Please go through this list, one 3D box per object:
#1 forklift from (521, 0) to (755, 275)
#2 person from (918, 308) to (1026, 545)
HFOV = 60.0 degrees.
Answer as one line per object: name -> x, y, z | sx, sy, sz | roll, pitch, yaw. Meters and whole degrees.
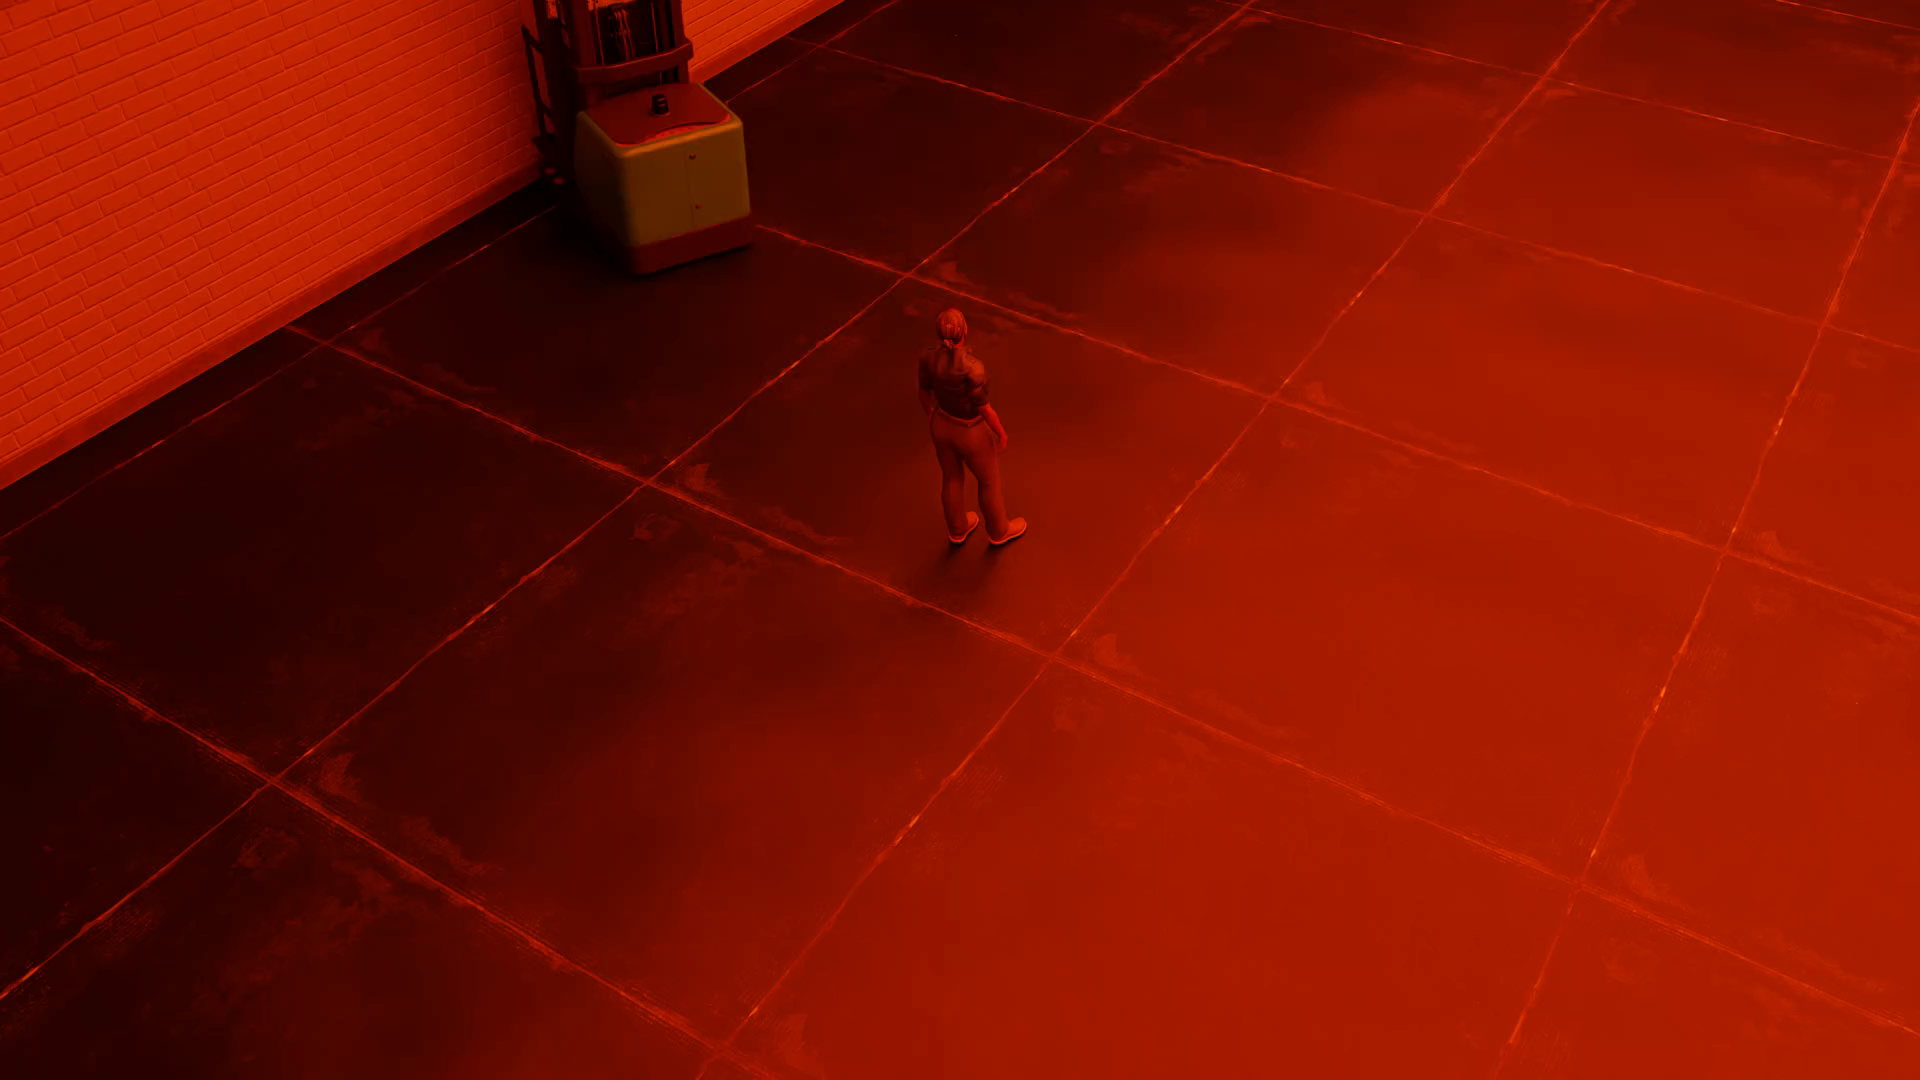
forklift -> -2.780, -4.037, 12.730 | 1.130, 2.935, 3.031 | -21, 45, -23
person -> 0.064, -0.678, 9.743 | 0.569, 1.656, 0.503 | 22, 45, 24
